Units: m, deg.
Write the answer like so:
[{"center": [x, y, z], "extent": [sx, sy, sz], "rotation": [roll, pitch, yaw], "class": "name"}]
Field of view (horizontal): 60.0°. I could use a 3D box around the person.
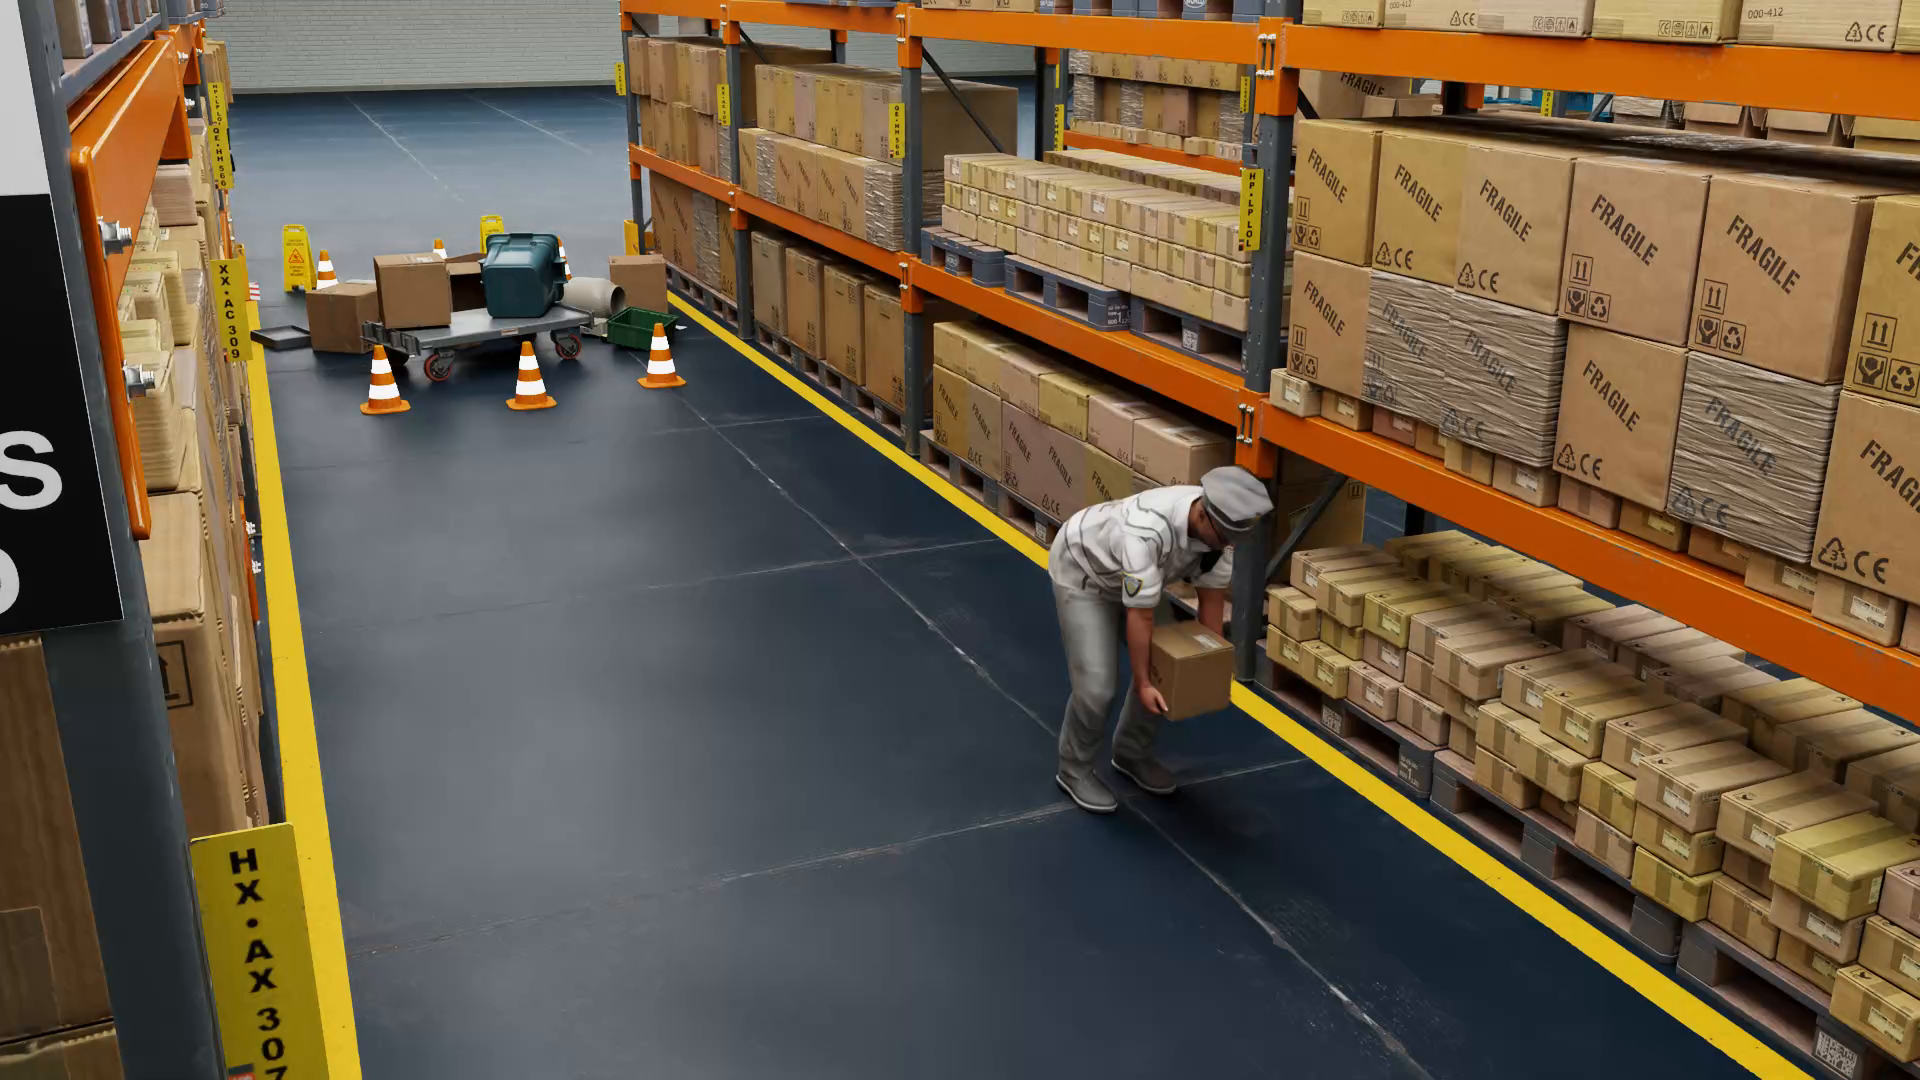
[{"center": [0.710, 0.351, 6.060], "extent": [0.487, 1.408, 0.955], "rotation": [-12, 22, -32], "class": "person"}]
